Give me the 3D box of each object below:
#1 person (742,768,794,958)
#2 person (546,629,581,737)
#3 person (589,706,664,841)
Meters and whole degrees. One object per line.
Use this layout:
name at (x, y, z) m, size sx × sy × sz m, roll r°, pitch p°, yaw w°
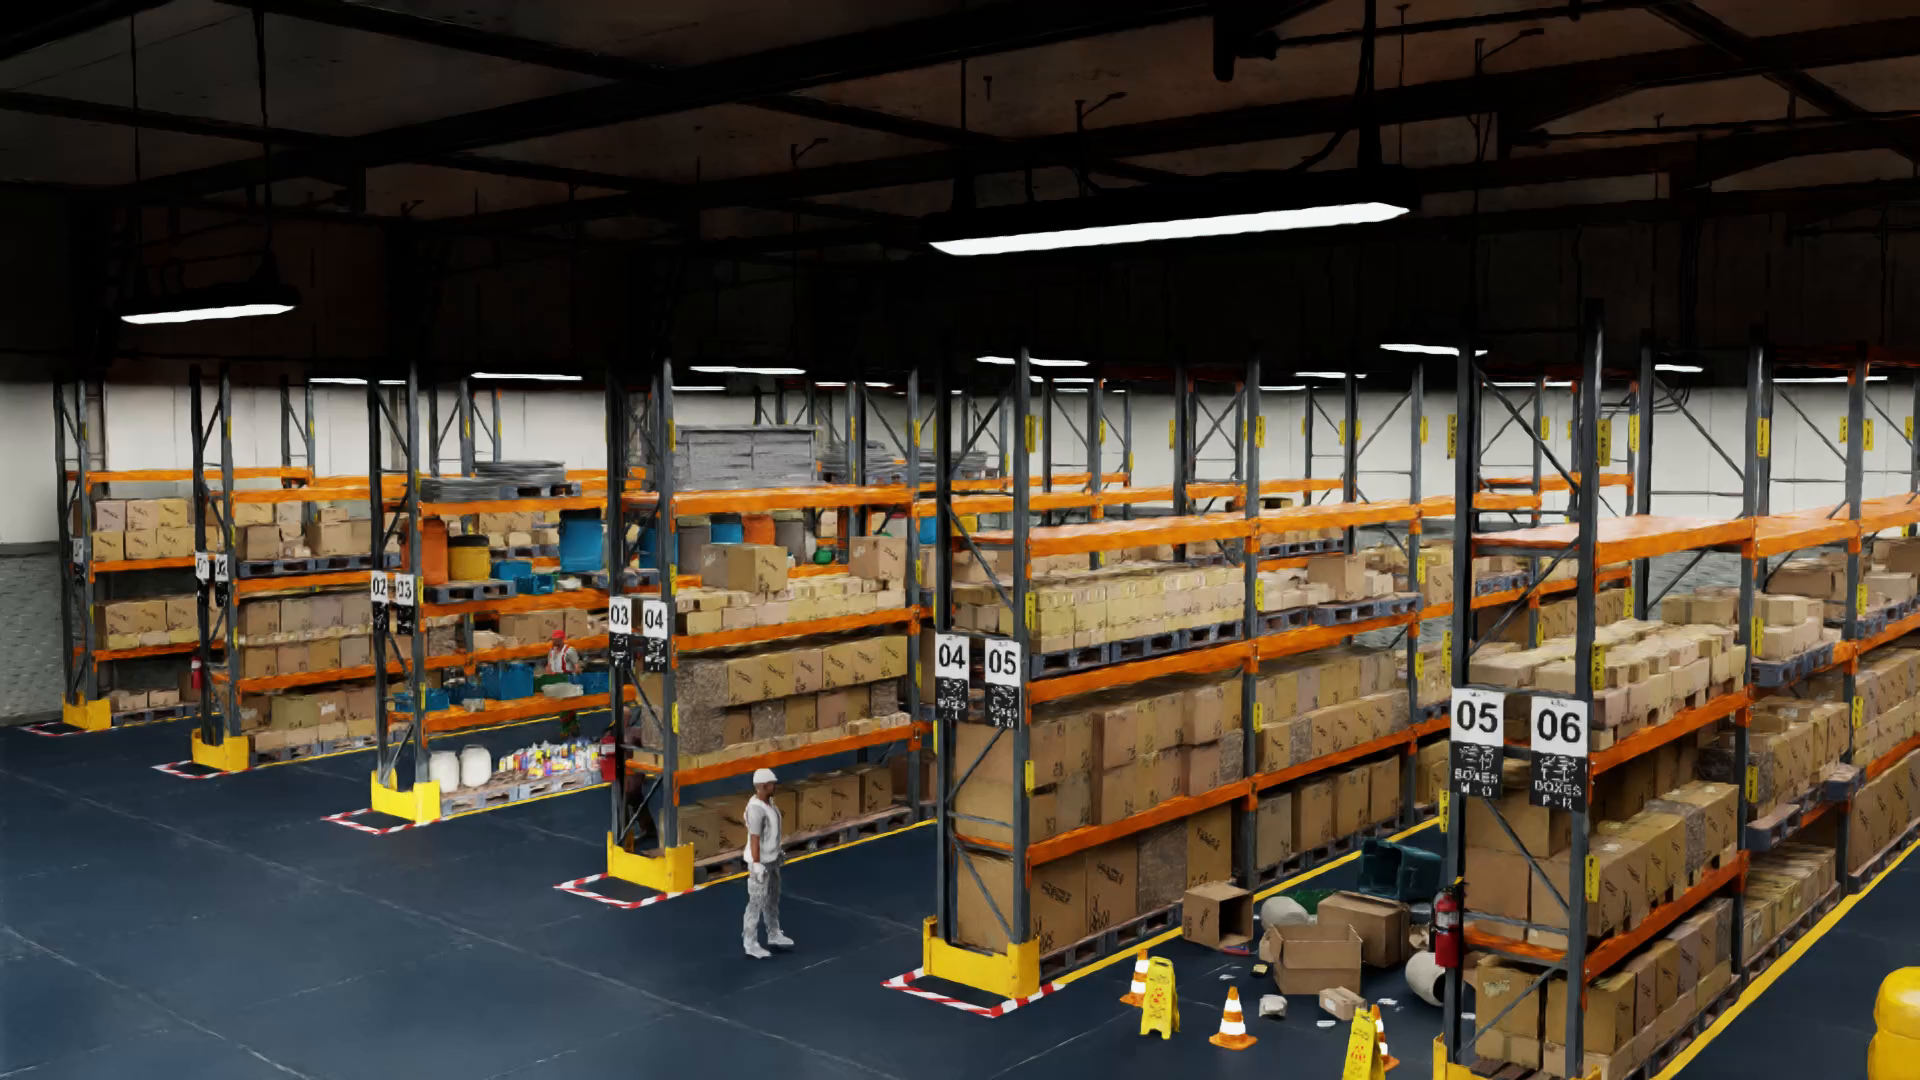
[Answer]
person at (-1.857, 3.093, 16.114) m, size 0.456 × 1.786 × 0.620 m, roll 1°, pitch 4°, yaw 10°
person at (-6.448, 2.321, 27.321) m, size 0.689 × 1.754 × 0.699 m, roll 3°, pitch 5°, yaw 32°
person at (-4.008, 2.851, 20.151) m, size 0.903 × 1.717 × 0.736 m, roll -4°, pitch 6°, yaw -45°
